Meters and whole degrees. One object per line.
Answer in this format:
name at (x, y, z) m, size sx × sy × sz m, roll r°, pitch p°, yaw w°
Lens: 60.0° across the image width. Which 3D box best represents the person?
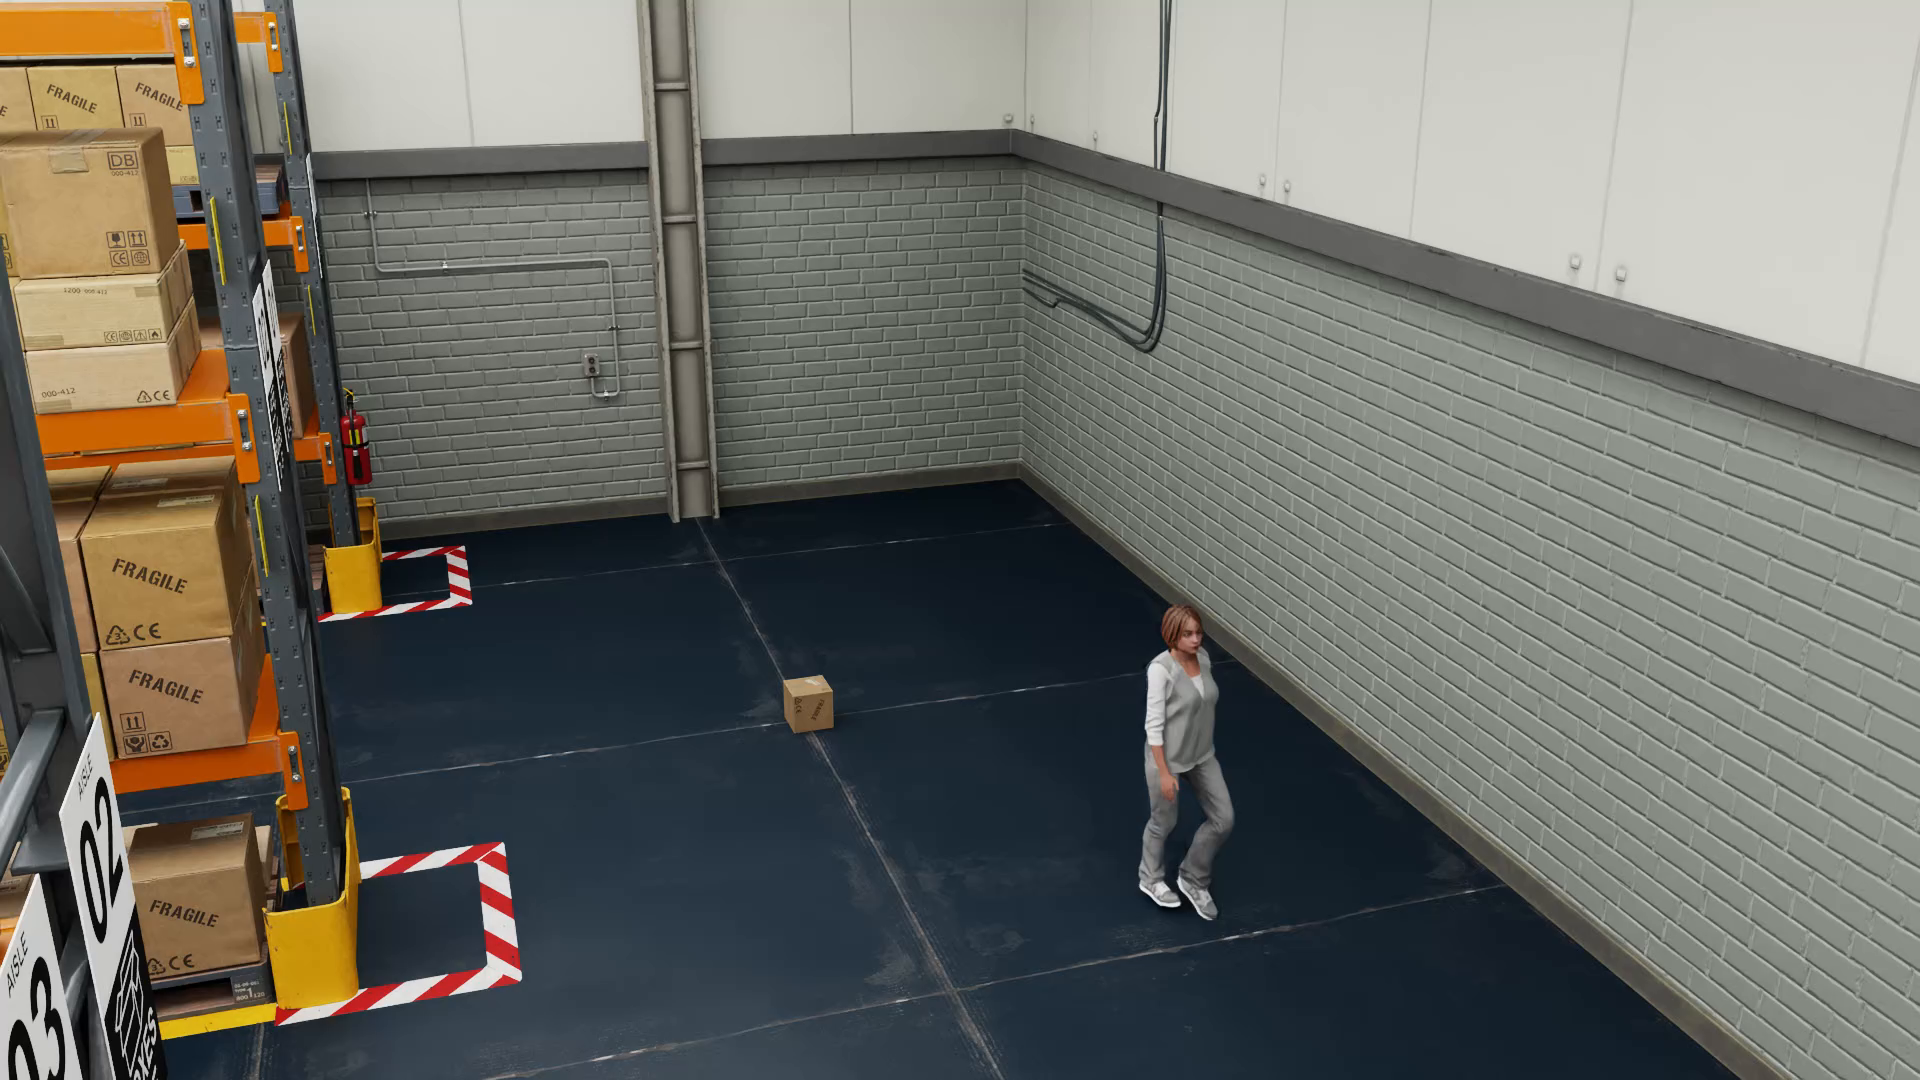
person at (1.070, 1.085, 8.008) m, size 0.458 × 1.631 × 0.490 m, roll -13°, pitch 23°, yaw -32°
